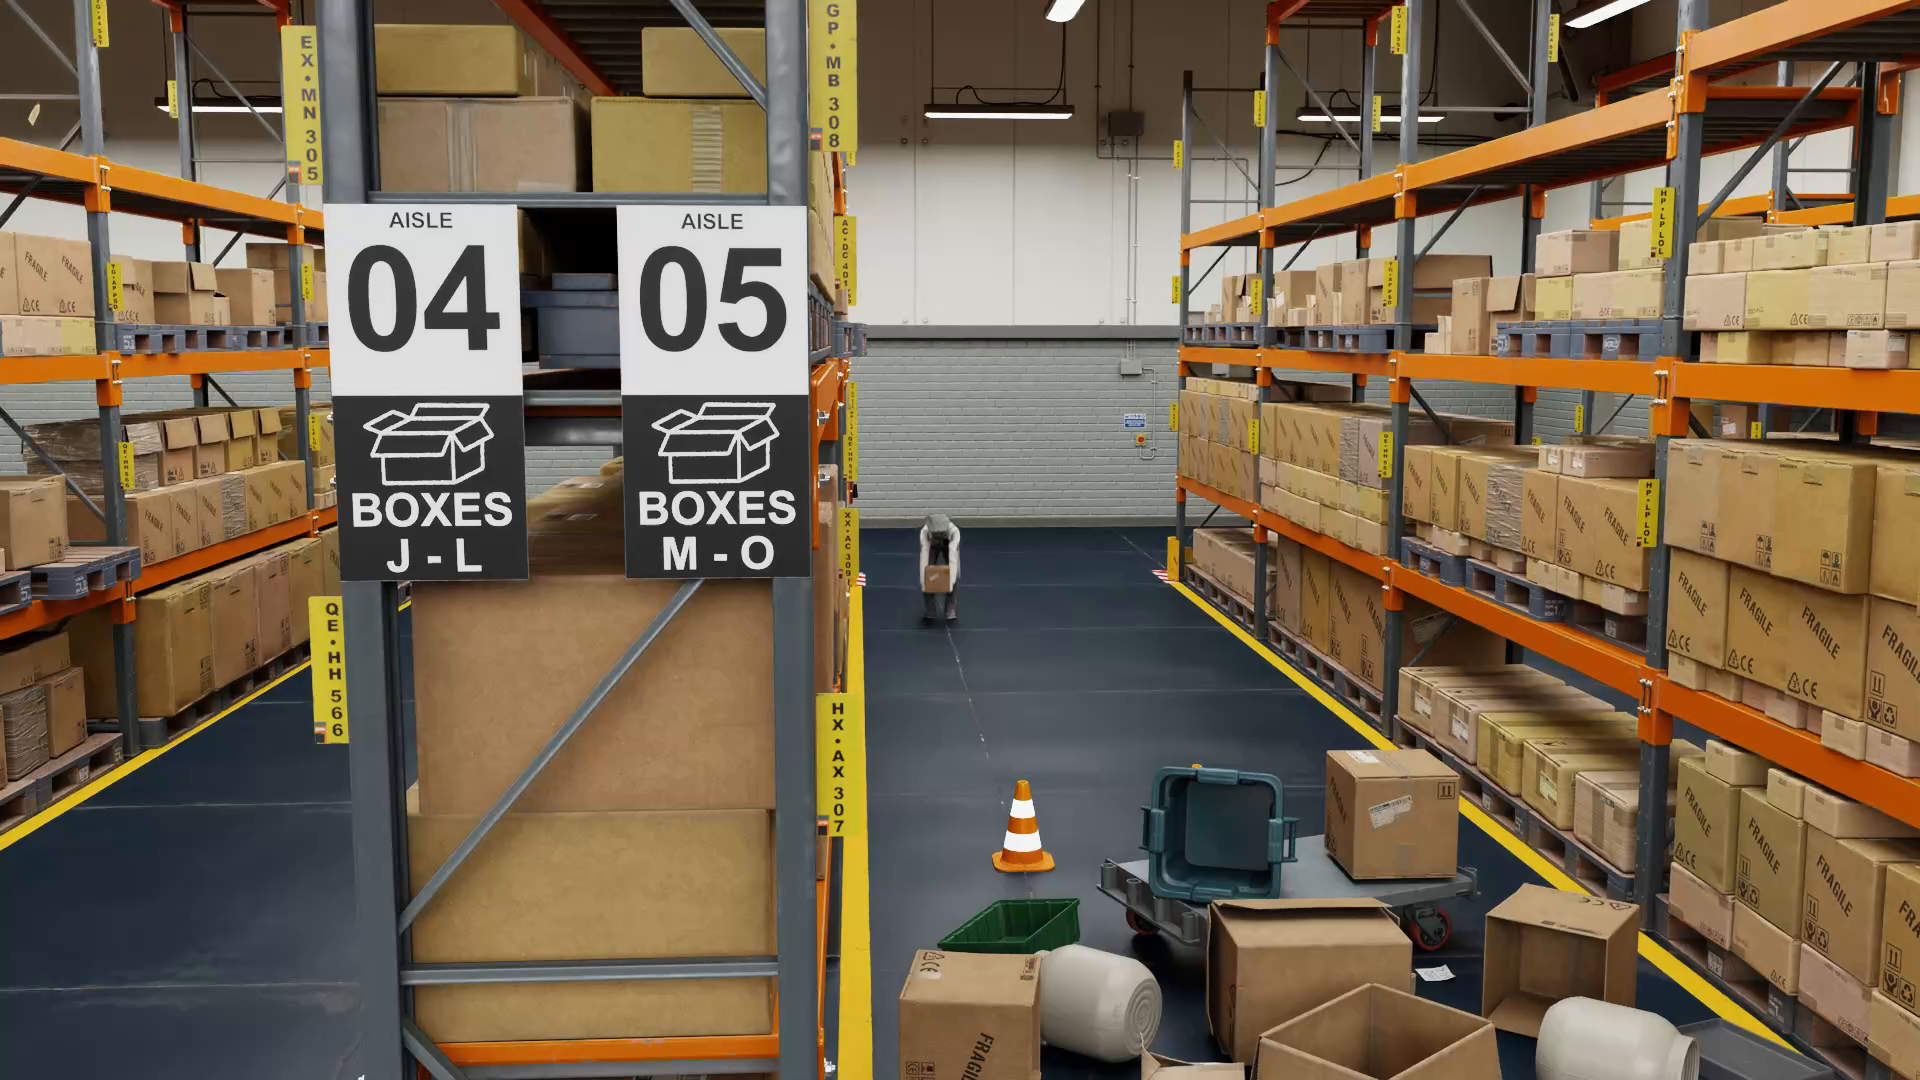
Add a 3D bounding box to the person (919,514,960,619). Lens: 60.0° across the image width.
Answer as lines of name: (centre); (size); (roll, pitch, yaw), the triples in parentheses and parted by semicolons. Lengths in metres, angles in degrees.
person: (-0.212, 0.267, 17.214); (0.434, 1.146, 0.914); (0, 7, 3)
